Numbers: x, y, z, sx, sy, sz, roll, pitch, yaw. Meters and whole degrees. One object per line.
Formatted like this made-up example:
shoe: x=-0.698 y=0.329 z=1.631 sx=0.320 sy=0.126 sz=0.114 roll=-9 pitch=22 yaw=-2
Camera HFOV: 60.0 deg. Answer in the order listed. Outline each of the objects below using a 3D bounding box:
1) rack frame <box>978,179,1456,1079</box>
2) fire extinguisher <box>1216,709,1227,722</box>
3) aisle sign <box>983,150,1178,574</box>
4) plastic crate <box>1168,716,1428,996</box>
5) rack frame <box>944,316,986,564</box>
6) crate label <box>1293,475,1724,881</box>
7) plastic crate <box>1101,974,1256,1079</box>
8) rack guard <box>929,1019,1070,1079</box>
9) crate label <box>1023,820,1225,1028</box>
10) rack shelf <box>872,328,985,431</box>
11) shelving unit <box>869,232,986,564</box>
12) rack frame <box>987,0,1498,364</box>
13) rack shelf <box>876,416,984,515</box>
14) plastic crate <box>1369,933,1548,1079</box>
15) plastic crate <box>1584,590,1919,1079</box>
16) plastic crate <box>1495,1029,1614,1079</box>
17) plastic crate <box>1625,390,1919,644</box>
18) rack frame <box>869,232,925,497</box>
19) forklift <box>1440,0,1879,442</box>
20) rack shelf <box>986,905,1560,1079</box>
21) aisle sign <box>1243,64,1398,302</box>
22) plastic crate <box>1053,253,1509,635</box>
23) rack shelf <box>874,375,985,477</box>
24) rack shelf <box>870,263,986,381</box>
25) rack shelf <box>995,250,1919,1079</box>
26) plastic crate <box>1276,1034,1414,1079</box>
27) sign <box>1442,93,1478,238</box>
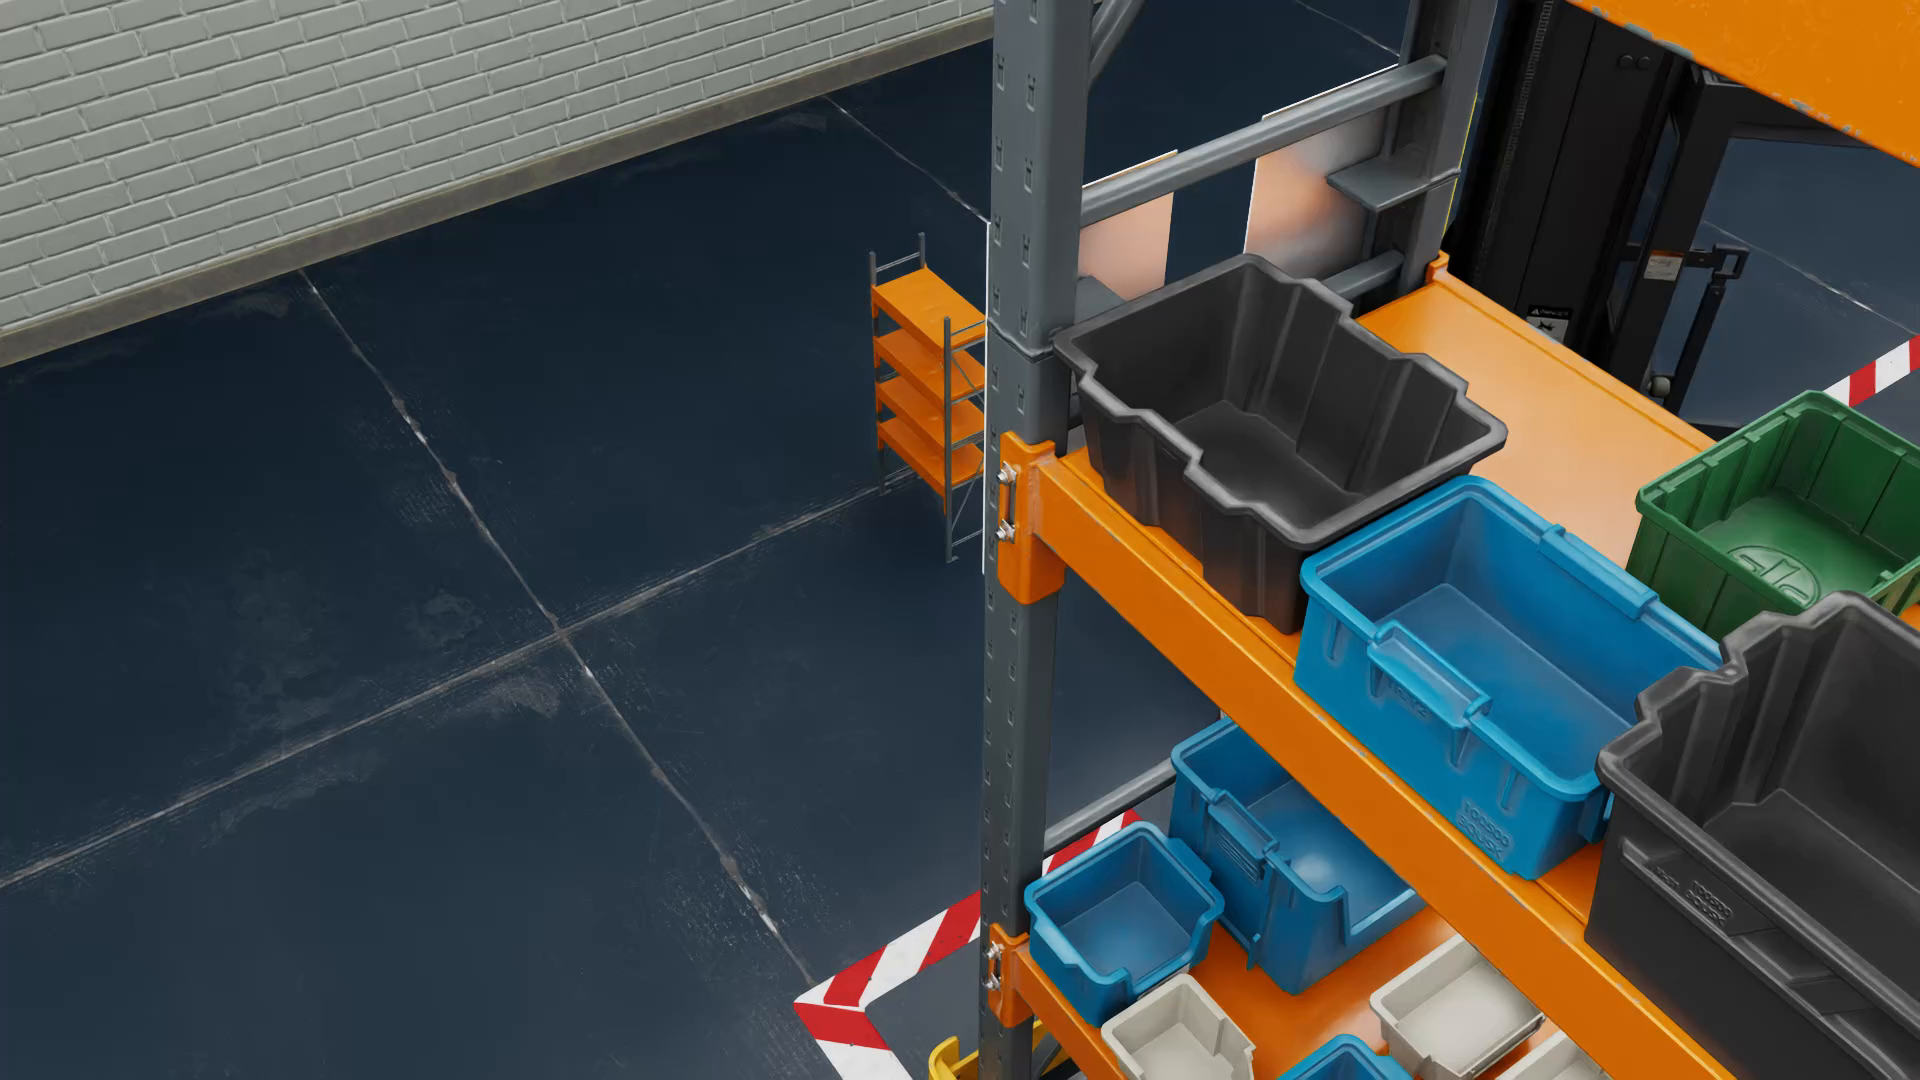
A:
rack frame: x=0.491 y=0.566 z=3.985 sx=1.000 sy=3.000 sz=0.127 roll=-26 pitch=49 yaw=-24
fire extinguisher: x=0.777 y=0.464 z=4.418 sx=0.296 sy=0.674 sz=0.183 roll=-26 pitch=49 yaw=-24
aisle sign: x=0.206 y=-0.298 z=3.007 sx=0.394 sy=0.787 sz=0.004 roll=-26 pitch=49 yaw=-24
plastic crate: x=0.836 y=0.647 z=3.831 sx=0.616 sy=0.435 sz=0.499 roll=-26 pitch=49 yaw=-24
rack frame: x=0.045 y=-0.390 z=6.289 sx=0.240 sy=1.200 sz=0.015 roll=-26 pitch=49 yaw=-24
crate label: x=0.754 y=0.185 z=2.320 sx=0.408 sy=0.251 sz=0.502 roll=-26 pitch=49 yaw=-24
plastic crate: x=0.478 y=1.124 z=3.548 sx=0.250 sy=0.136 sz=0.298 roll=-26 pitch=49 yaw=-24
rack guard: x=0.466 y=1.461 z=4.857 sx=1.175 sy=0.500 sz=0.348 roll=-26 pitch=49 yaw=-24
crate label: x=0.362 y=0.875 z=3.739 sx=0.416 sy=0.233 sz=0.303 roll=-26 pitch=49 yaw=-24
rack shelf: x=-0.095 y=-0.641 z=6.326 sx=0.258 sy=0.148 sz=0.480 roll=-26 pitch=49 yaw=-24
shelving unit: x=-0.095 y=-0.528 z=6.434 sx=0.258 sy=1.200 sz=0.503 roll=-26 pitch=49 yaw=-24
rack frame: x=0.491 y=-1.604 z=1.914 sx=1.000 sy=3.000 sz=0.127 roll=-26 pitch=49 yaw=-24
rack shelf: x=-0.095 y=-0.335 z=6.617 sx=0.258 sy=0.148 sz=0.480 roll=-26 pitch=49 yaw=-24
plastic crate: x=1.106 y=1.030 z=3.647 sx=0.396 sy=0.136 sz=0.243 roll=-26 pitch=49 yaw=-24
plastic crate: x=1.139 y=0.477 z=1.951 sx=0.504 sy=0.338 sz=0.767 roll=-26 pitch=49 yaw=-24
plastic crate: x=1.260 y=1.200 z=3.469 sx=0.396 sy=0.136 sz=0.243 roll=-26 pitch=49 yaw=-24
plastic crate: x=1.289 y=0.003 z=2.555 sx=0.450 sy=0.188 sz=0.336 roll=-26 pitch=49 yaw=-24
rack frame: x=-0.234 y=-0.666 z=6.579 sx=0.240 sy=1.200 sz=0.015 roll=-26 pitch=49 yaw=-24
forklift: x=2.377 y=-0.804 z=5.470 sx=3.031 sy=2.935 sz=1.130 roll=7 pitch=44 yaw=7
rack shelf: x=1.635 y=1.959 z=3.047 sx=1.077 sy=0.370 sz=4.000 roll=-26 pitch=49 yaw=-24
aisle sign: x=0.690 y=-0.531 z=3.251 sx=0.394 sy=0.787 sz=0.004 roll=-26 pitch=49 yaw=-24
plastic crate: x=0.482 y=-0.144 z=2.651 sx=0.497 sy=0.269 sz=0.590 roll=-26 pitch=49 yaw=-24
rack shelf: x=-0.095 y=-0.479 z=6.480 sx=0.258 sy=0.148 sz=0.480 roll=-26 pitch=49 yaw=-24
rack shelf: x=-0.095 y=-0.812 z=6.163 sx=0.258 sy=0.148 sz=0.480 roll=-26 pitch=49 yaw=-24
rack shelf: x=1.635 y=0.874 z=2.011 sx=1.077 sy=0.370 sz=4.000 roll=-26 pitch=49 yaw=-24
plastic crate: x=0.739 y=1.247 z=3.349 sx=0.416 sy=0.233 sz=0.300 roll=-26 pitch=49 yaw=-24
sign: x=0.933 y=-0.708 z=3.223 sx=0.100 sy=0.325 sz=0.005 roll=-26 pitch=49 yaw=-24
